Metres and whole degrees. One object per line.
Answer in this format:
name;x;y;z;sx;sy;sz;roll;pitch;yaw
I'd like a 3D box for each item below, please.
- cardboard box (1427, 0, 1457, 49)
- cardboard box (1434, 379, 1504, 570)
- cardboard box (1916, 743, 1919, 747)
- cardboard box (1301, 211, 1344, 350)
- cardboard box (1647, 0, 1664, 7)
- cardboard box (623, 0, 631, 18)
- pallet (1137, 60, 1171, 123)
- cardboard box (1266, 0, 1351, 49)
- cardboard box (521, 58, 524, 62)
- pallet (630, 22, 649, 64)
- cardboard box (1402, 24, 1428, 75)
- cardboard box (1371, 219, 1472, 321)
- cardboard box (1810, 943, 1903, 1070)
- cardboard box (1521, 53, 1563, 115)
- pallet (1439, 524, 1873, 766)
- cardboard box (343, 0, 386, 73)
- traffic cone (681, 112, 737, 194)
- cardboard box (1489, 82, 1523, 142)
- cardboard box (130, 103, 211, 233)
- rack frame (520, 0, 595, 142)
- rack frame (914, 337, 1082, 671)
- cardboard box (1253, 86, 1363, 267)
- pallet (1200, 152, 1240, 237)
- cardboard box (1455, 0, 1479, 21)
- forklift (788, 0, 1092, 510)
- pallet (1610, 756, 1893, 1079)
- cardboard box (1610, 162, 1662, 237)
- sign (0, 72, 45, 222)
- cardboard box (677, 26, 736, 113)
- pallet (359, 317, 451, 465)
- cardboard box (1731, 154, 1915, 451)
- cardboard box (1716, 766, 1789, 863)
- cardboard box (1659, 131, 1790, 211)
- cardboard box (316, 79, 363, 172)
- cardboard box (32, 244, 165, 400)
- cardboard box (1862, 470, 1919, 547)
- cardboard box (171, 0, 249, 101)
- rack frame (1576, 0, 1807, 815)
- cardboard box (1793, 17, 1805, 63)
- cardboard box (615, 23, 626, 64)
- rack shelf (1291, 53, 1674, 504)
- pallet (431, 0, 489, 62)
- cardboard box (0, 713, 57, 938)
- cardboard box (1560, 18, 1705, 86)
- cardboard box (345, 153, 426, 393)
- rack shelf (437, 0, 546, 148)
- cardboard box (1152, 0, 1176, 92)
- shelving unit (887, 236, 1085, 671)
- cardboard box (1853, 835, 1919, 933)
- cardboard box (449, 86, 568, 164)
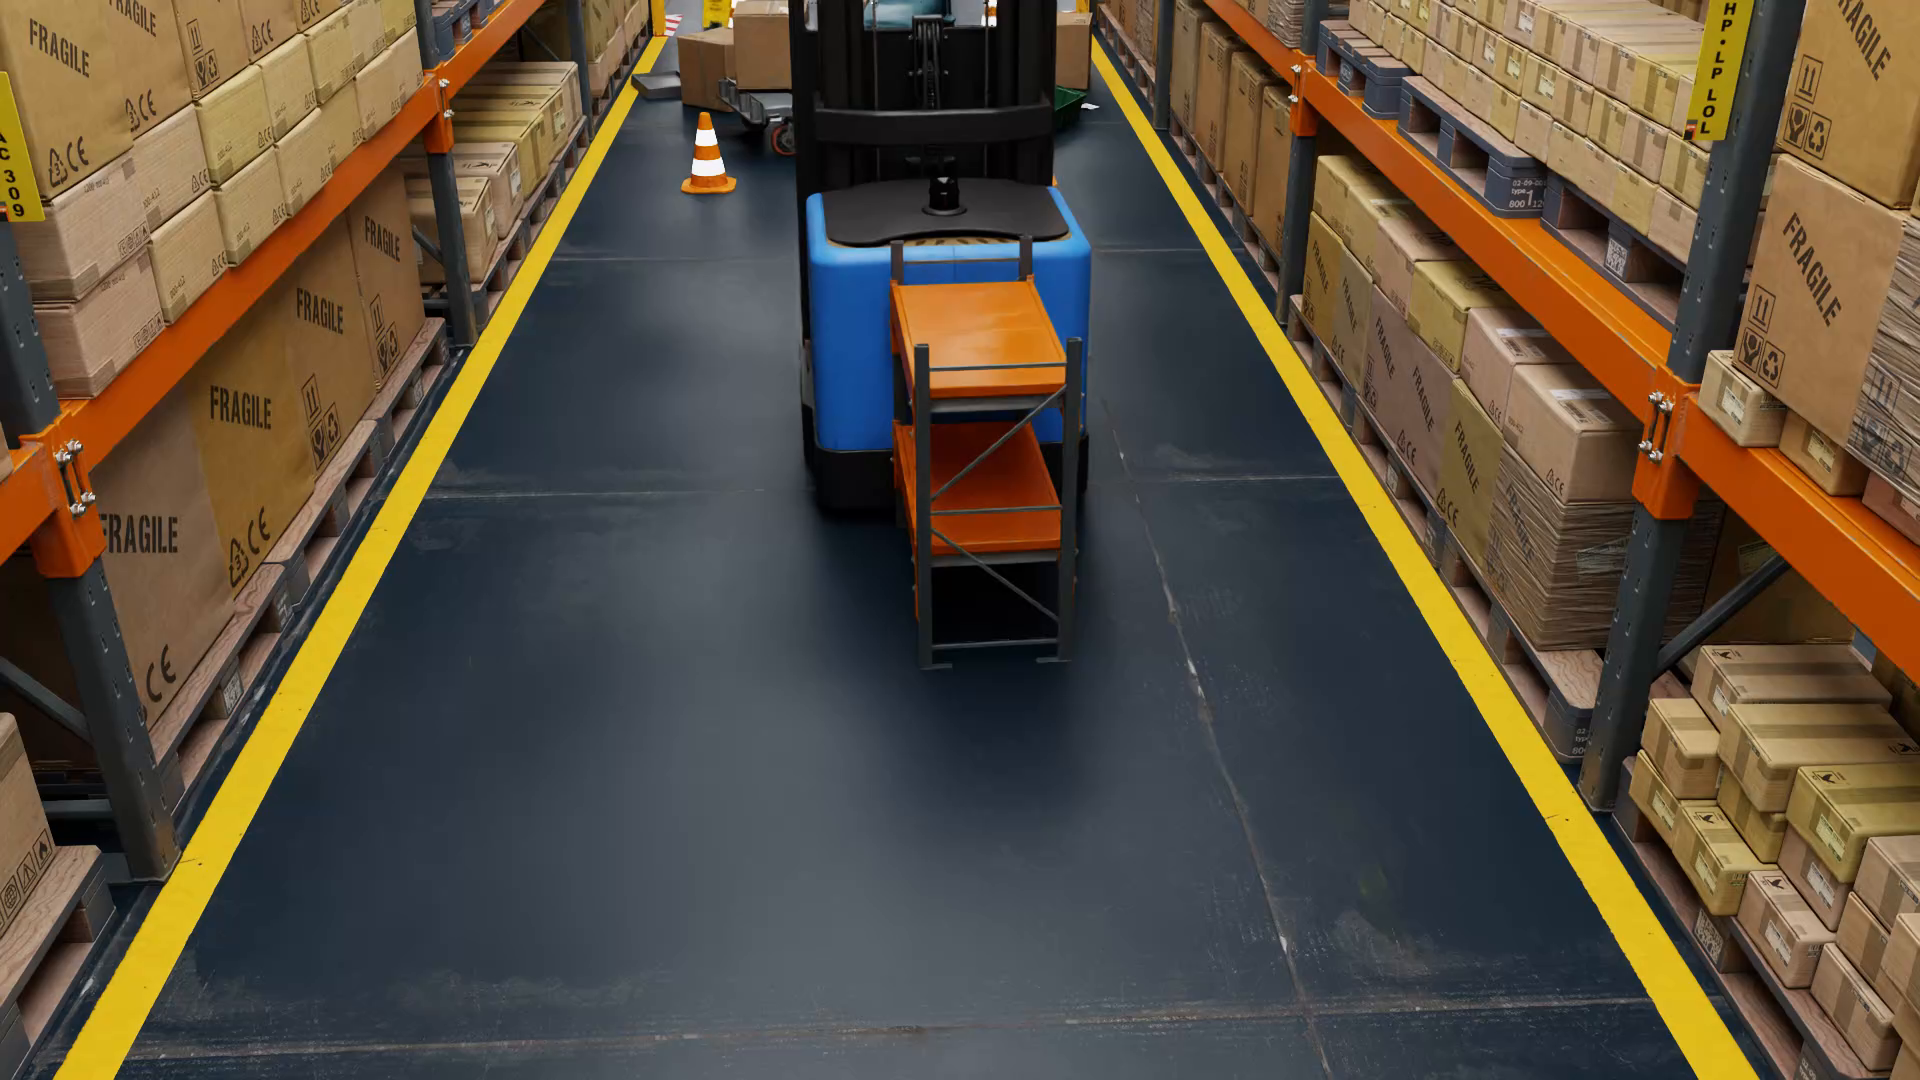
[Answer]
cardboard box;1.975;-1.931;6.205;0.380;0.149;0.250;-1;28;-3
cardboard box;1.984;-0.236;5.708;0.500;0.500;0.500;-2;28;-4
cardboard box;2.634;0.498;4.358;0.380;0.149;0.250;-1;28;-2
cardboard box;1.874;-1.178;7.514;0.500;0.500;0.500;-3;28;-5
cardboard box;2.640;-1.959;5.936;0.380;0.149;0.250;0;28;0
cardboard box;-2.912;-4.423;13.195;0.500;0.500;0.500;-2;28;-4
pallet;1.921;-3.397;12.534;1.003;0.211;1.213;-1;28;-3
cardboard box;1.800;-2.679;8.034;0.500;0.500;0.500;-1;28;-3
cardboard box;-3.355;-3.347;11.944;0.500;0.250;0.500;0;28;0
pallet;-3.253;-4.314;14.292;1.003;0.211;1.213;-1;28;-3
cardboard box;1.958;-1.923;6.511;0.380;0.149;0.250;0;28;0
cardboard box;1.925;-1.056;6.469;0.500;0.250;0.500;-1;28;-2
cardboard box;2.141;1.021;3.678;0.380;0.149;0.250;-2;28;-4
cardboard box;2.027;-1.454;5.290;0.380;0.149;0.250;-3;28;-5
pallet;2.258;0.291;5.463;1.003;0.211;1.213;-1;28;-3
cardboard box;-2.537;-1.968;6.400;0.500;0.250;0.500;-2;28;-4
traffic cone;-1.592;-2.450;10.447;0.336;0.463;0.334;-1;28;-3
cardboard box;2.011;-1.441;5.586;0.380;0.149;0.250;0;28;0
cardboard box;-2.434;-1.025;4.592;0.500;0.250;0.500;-1;28;-2
rack frame;-3.055;-4.114;10.894;1.000;3.000;0.127;-1;28;-3
rack frame;0.114;-0.090;5.206;0.500;1.125;0.032;-3;28;-5
cardboard box;2.150;-1.905;8.637;1.050;0.750;0.750;-2;28;-3
pallet;2.065;-2.124;10.095;1.003;0.211;1.213;-1;28;-3
cardboard box;1.993;-1.946;5.912;0.380;0.149;0.250;-1;28;-1
forklift;-0.178;-2.068;7.045;1.130;2.935;3.031;-3;28;-5
pallet;2.371;0.960;4.181;1.003;0.211;1.213;-1;28;-3
cardboard box;2.068;-0.959;4.663;0.380;0.149;0.250;-1;28;-2
sign;-2.083;-0.852;3.619;0.100;0.325;0.005;-1;28;-3
cardboard box;-1.752;-3.534;12.483;0.500;0.500;0.500;19;33;32
pallet;-2.880;-0.664;7.295;1.003;0.211;1.213;-1;28;-3
cardboard box;2.075;-0.527;3.587;0.500;0.500;0.500;-2;28;-4
cardboard box;2.103;0.650;4.067;0.380;0.149;0.250;-1;28;-2
cardboard box;2.083;-0.971;4.364;0.380;0.149;0.250;-1;28;-1
cardboard box;-2.508;-1.504;6.053;0.500;0.250;0.500;-2;28;-3
cardboard box;-2.397;-0.562;4.247;0.500;0.250;0.500;-2;28;-4
cardboard box;2.143;-0.096;3.462;0.380;0.149;0.250;-3;28;-5
cardboard box;-2.451;-1.583;4.852;0.500;0.500;0.500;-2;28;-4
rack frame;2.300;-0.586;4.129;1.000;3.000;0.127;-1;28;-3
cardboard box;2.697;-1.480;5.017;0.380;0.149;0.250;-2;28;-3
cardboard box;-2.886;-3.851;12.909;0.500;0.250;0.500;-2;28;-3
rack shelf;2.196;-1.190;6.066;1.077;0.370;4.000;-1;28;-3
pallet;-2.990;-2.508;8.023;1.213;0.211;1.003;-1;28;-3
cardboard box;-2.712;0.823;3.745;0.875;0.438;0.875;-2;28;-3
cardboard box;2.044;-1.469;4.998;0.380;0.149;0.250;-1;28;-3
cardboard box;-2.893;-1.190;7.131;0.875;0.875;0.875;-2;28;-3
rack shelf;-2.951;-2.871;9.289;1.077;0.370;4.000;-1;28;-3
cardboard box;1.920;-3.816;12.167;0.875;0.875;0.875;-1;28;-2
shelving unit;0.060;-0.324;5.654;0.538;1.125;1.048;-3;28;-5
cardboard box;2.166;0.757;3.541;0.380;0.149;0.250;-2;28;-4
cardboard box;-2.984;-2.561;10.304;0.950;0.372;0.625;0;28;1
